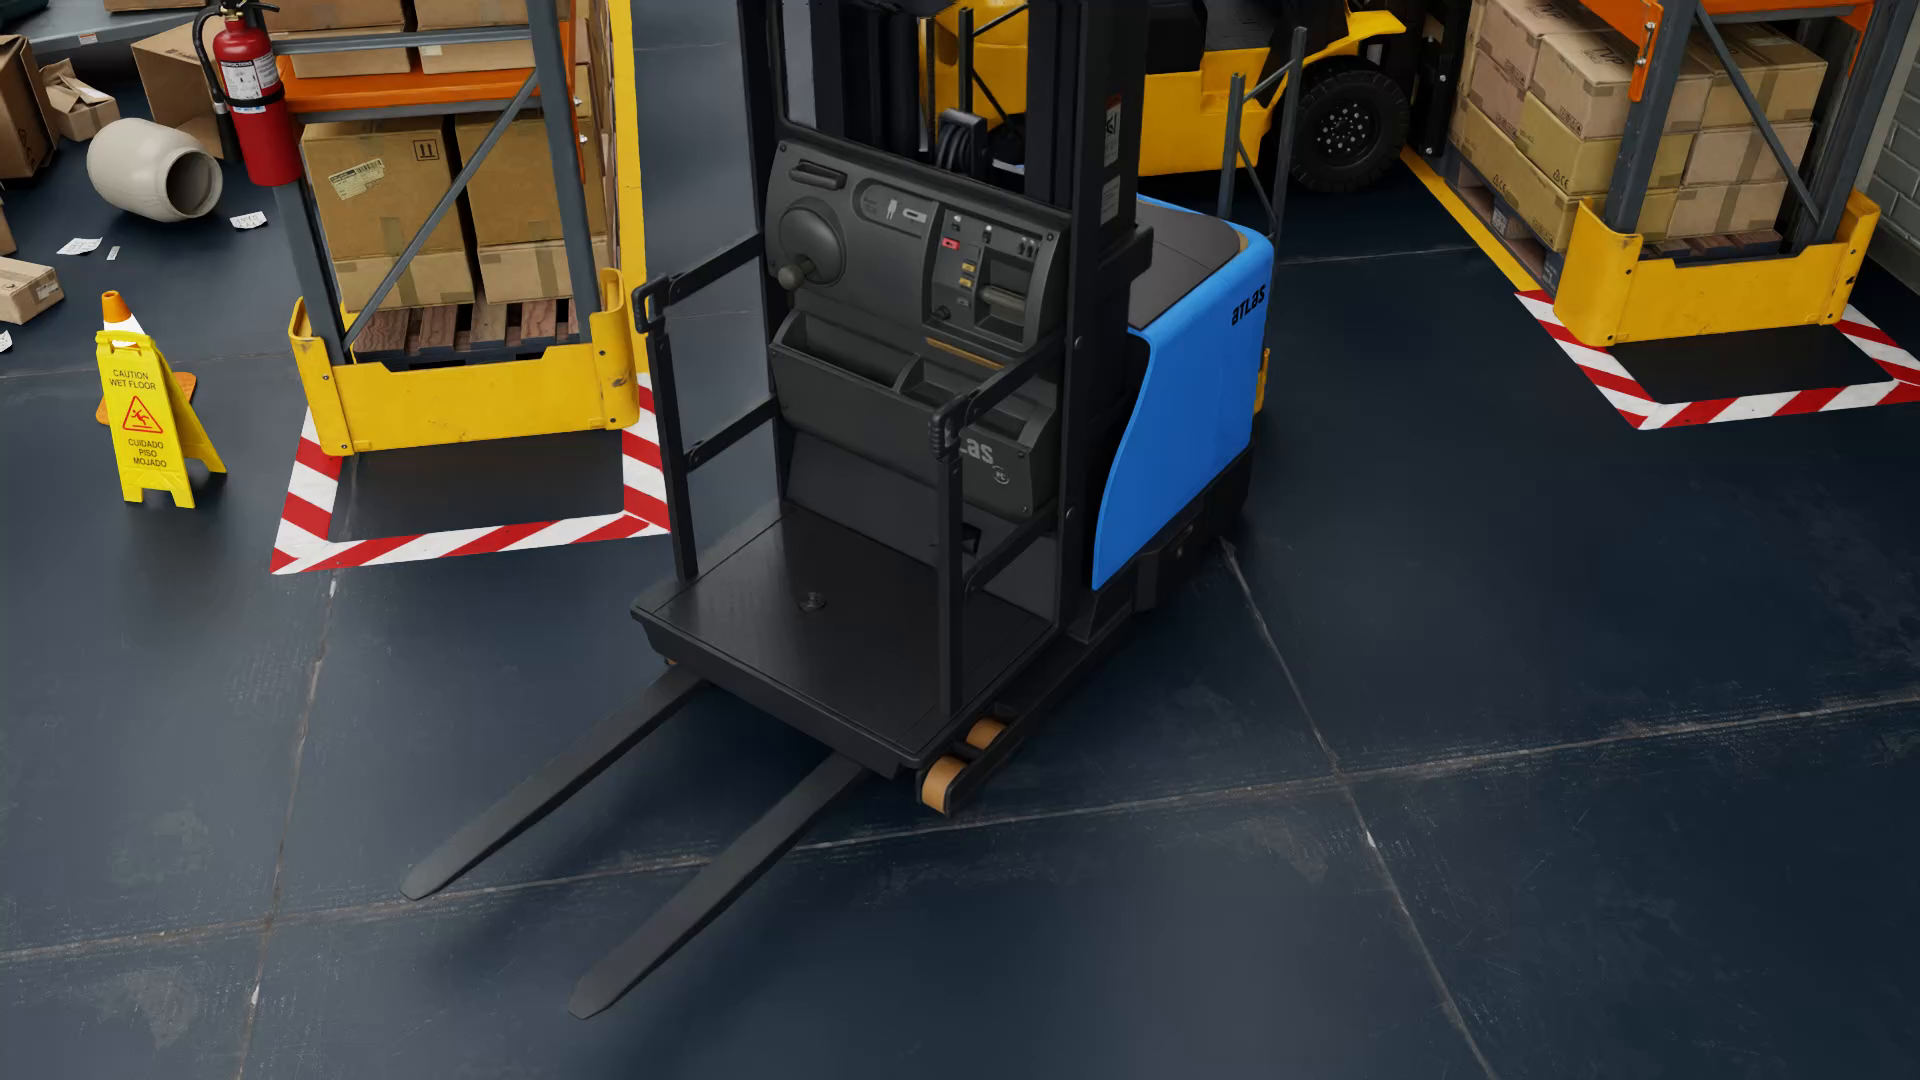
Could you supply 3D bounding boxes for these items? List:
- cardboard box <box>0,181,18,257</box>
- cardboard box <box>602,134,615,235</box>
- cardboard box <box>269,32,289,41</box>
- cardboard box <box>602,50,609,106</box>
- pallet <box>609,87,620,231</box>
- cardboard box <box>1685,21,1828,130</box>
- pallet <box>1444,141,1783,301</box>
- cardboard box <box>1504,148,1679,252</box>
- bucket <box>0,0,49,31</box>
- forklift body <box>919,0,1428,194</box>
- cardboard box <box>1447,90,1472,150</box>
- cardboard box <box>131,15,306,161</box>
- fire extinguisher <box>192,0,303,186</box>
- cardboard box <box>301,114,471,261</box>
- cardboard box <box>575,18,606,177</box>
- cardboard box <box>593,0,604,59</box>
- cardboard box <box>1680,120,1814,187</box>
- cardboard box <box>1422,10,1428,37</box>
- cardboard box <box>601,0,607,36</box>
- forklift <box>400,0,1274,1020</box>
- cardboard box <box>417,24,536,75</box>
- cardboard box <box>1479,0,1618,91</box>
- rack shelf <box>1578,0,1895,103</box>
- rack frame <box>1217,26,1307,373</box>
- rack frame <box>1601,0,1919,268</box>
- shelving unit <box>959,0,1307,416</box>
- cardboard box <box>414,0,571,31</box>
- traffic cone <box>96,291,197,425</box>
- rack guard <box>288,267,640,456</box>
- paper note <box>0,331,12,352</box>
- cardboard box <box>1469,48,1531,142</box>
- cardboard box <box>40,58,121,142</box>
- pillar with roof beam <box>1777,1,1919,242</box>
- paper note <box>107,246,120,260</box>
[{"bbox_3d":[-4.606,-1.412,7.157,0.637,0.503,0.797,27,45,30],"label":"cardboard box"},{"bbox_3d":[-1.757,-1.515,7.154,0.500,0.250,0.500,-5,38,-6],"label":"cardboard box"},{"bbox_3d":[-2.236,-1.854,5.896,0.380,0.149,0.250,-7,38,-8],"label":"cardboard box"},{"bbox_3d":[-1.951,-2.148,7.969,0.500,0.250,0.500,-6,38,-7],"label":"cardboard box"},{"bbox_3d":[-2.137,-1.783,7.873,1.003,0.211,1.213,-6,38,-8],"label":"pallet"},{"bbox_3d":[3.182,-1.930,6.874,0.500,0.250,0.500,-7,38,-9],"label":"cardboard box"},{"bbox_3d":[2.905,-1.501,7.510,1.003,0.211,1.213,-6,38,-8],"label":"pallet"},{"bbox_3d":[2.687,-1.475,7.102,0.500,0.250,0.500,-6,38,-8],"label":"cardboard box"},{"bbox_3d":[-5.069,-2.905,8.473,0.726,0.611,0.620,6,28,8],"label":"bucket"},{"bbox_3d":[0.952,-2.759,7.548,2.313,2.155,1.214,-6,38,-8],"label":"forklift body"},{"bbox_3d":[2.530,-2.079,7.880,0.500,0.250,0.500,-6,38,-7],"label":"cardboard box"},{"bbox_3d":[-3.659,-2.245,8.230,0.500,0.500,0.500,19,42,23],"label":"cardboard box"},{"bbox_3d":[-2.240,-1.460,5.247,0.296,0.674,0.183,-6,38,-8],"label":"fire extinguisher"},{"bbox_3d":[-2.203,-1.441,6.447,0.500,0.500,0.500,-6,38,-8],"label":"cardboard box"},{"bbox_3d":[-1.776,-1.831,6.950,0.500,0.500,0.500,-8,38,-10],"label":"cardboard box"},{"bbox_3d":[-1.958,-2.457,7.756,0.500,0.500,0.500,-4,38,-6],"label":"cardboard box"},{"bbox_3d":[3.202,-1.729,7.022,0.500,0.250,0.500,-6,38,-7],"label":"cardboard box"},{"bbox_3d":[2.414,-2.599,8.142,0.500,0.250,0.500,-6,38,-8],"label":"cardboard box"},{"bbox_3d":[-2.139,-2.777,8.778,0.500,0.250,0.500,-5,38,-6],"label":"cardboard box"},{"bbox_3d":[-0.268,-0.717,4.284,1.130,2.935,3.031,24,44,28],"label":"forklift"},{"bbox_3d":[-1.662,-1.737,5.746,0.380,0.149,0.250,-6,38,-8],"label":"cardboard box"},{"bbox_3d":[2.597,-2.172,7.185,0.500,0.250,0.500,-6,38,-7],"label":"cardboard box"},{"bbox_3d":[2.730,-3.069,7.842,1.077,0.370,4.000,-6,38,-8],"label":"rack shelf"},{"bbox_3d":[0.993,-0.970,5.775,0.032,1.500,0.500,22,43,26],"label":"rack frame"},{"bbox_3d":[3.080,-2.145,6.066,1.000,3.000,0.127,-6,38,-8],"label":"rack frame"},{"bbox_3d":[0.563,-1.147,6.003,1.083,1.500,0.587,22,43,26],"label":"shelving unit"},{"bbox_3d":[-1.616,-2.082,5.661,0.500,0.500,0.500,-7,38,-9],"label":"cardboard box"},{"bbox_3d":[-3.151,-0.728,6.310,0.336,0.463,0.334,-6,38,-8],"label":"traffic cone"},{"bbox_3d":[-1.819,-0.668,6.202,1.175,0.500,0.348,-6,38,-8],"label":"rack guard"},{"bbox_3d":[-3.931,-0.793,6.746,0.148,0.019,0.142,-20,42,-23],"label":"paper note"},{"bbox_3d":[2.610,-1.987,7.354,0.500,0.250,0.500,-7,38,-8],"label":"cardboard box"},{"bbox_3d":[-4.478,-2.222,8.394,0.396,0.266,0.258,27,45,30],"label":"cardboard box"},{"bbox_3d":[-0.393,-4.568,4.295,9.100,9.000,0.400,-6,38,-8],"label":"pillar with roof beam"},{"bbox_3d":[-3.758,-1.274,7.382,0.032,0.001,0.123,-6,38,-8],"label":"paper note"}]
